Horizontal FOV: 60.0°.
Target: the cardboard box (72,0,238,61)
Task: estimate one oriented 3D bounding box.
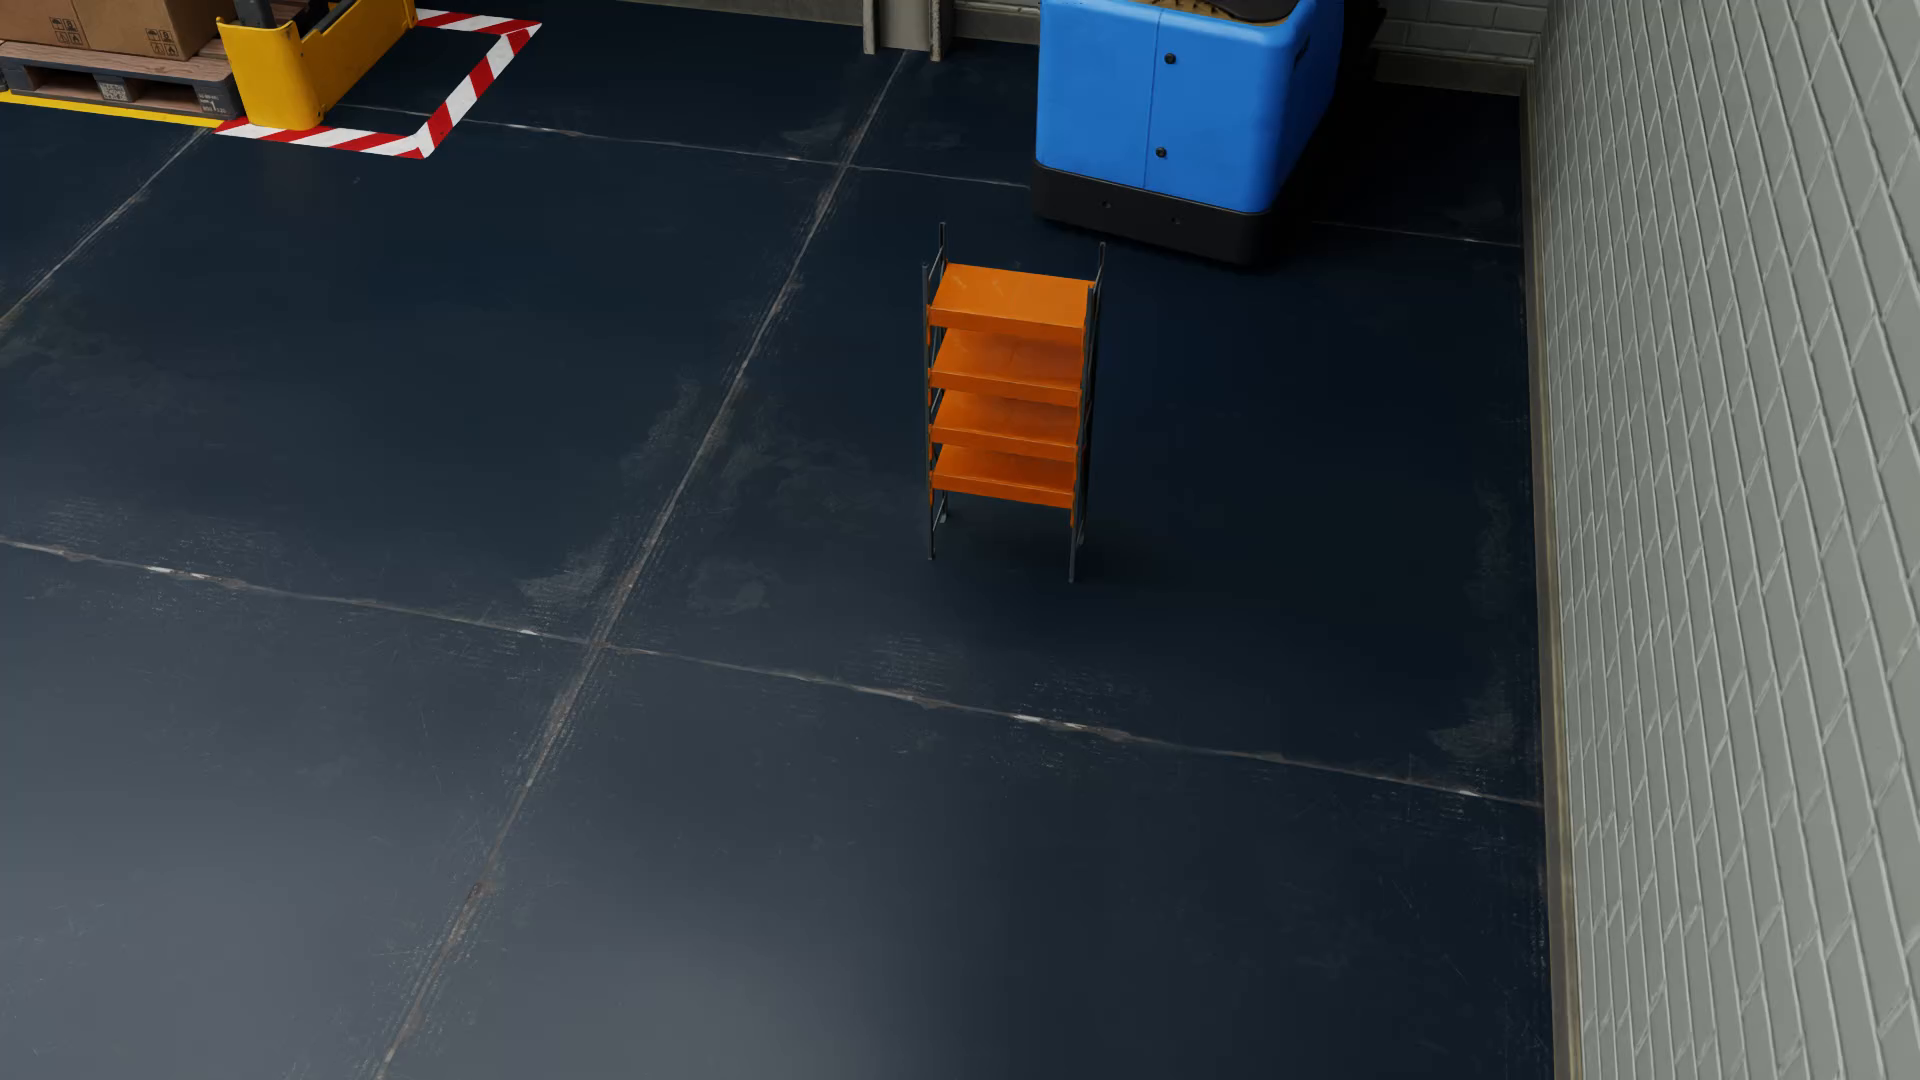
[{"bbox_3d":[-3.781,-2.686,7.877,0.500,0.500,0.700,9,45,9],"label":"cardboard box"}]

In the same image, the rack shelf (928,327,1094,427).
[{"bbox_3d":[0.162,-0.520,5.199,0.480,0.148,0.258,9,45,9],"label":"rack shelf"}]

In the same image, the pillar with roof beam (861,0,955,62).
[{"bbox_3d":[-1.192,-2.821,2.192,0.400,9.000,9.100,9,45,9],"label":"pillar with roof beam"}]

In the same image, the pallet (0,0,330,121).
[{"bbox_3d":[-3.873,-2.460,8.154,1.213,0.211,1.003,9,45,9],"label":"pallet"}]

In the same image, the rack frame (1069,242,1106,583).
[{"bbox_3d":[0.400,-0.370,5.269,0.015,1.200,0.240,9,45,9],"label":"rack frame"}]

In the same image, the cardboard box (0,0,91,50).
[{"bbox_3d":[-4.269,-2.762,7.956,0.500,0.500,0.700,9,45,9],"label":"cardboard box"}]

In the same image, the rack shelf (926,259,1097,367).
[{"bbox_3d":[0.162,-0.690,5.035,0.480,0.148,0.258,9,45,9],"label":"rack shelf"}]

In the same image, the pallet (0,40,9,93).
[{"bbox_3d":[-5.060,-2.646,8.347,1.213,0.211,1.003,9,45,9],"label":"pallet"}]

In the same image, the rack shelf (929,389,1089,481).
[{"bbox_3d":[0.162,-0.359,5.355,0.480,0.148,0.258,9,45,9],"label":"rack shelf"}]

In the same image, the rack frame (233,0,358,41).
[{"bbox_3d":[-3.076,-3.397,7.116,0.127,3.000,1.000,9,45,9],"label":"rack frame"}]

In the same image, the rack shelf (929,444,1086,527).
[{"bbox_3d":[0.162,-0.216,5.492,0.480,0.148,0.258,9,45,9],"label":"rack shelf"}]

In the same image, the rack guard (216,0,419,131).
[{"bbox_3d":[-3.052,-2.493,7.979,0.348,0.500,1.175,9,45,9],"label":"rack guard"}]

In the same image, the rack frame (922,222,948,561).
[{"bbox_3d":[-0.077,-0.444,5.346,0.015,1.200,0.240,9,45,9],"label":"rack frame"}]

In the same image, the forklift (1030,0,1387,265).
[{"bbox_3d":[1.362,-3.214,6.976,1.130,2.935,3.031,17,46,17],"label":"forklift"}]

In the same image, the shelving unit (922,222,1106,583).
[{"bbox_3d":[0.162,-0.407,5.308,0.503,1.200,0.258,9,45,9],"label":"shelving unit"}]
